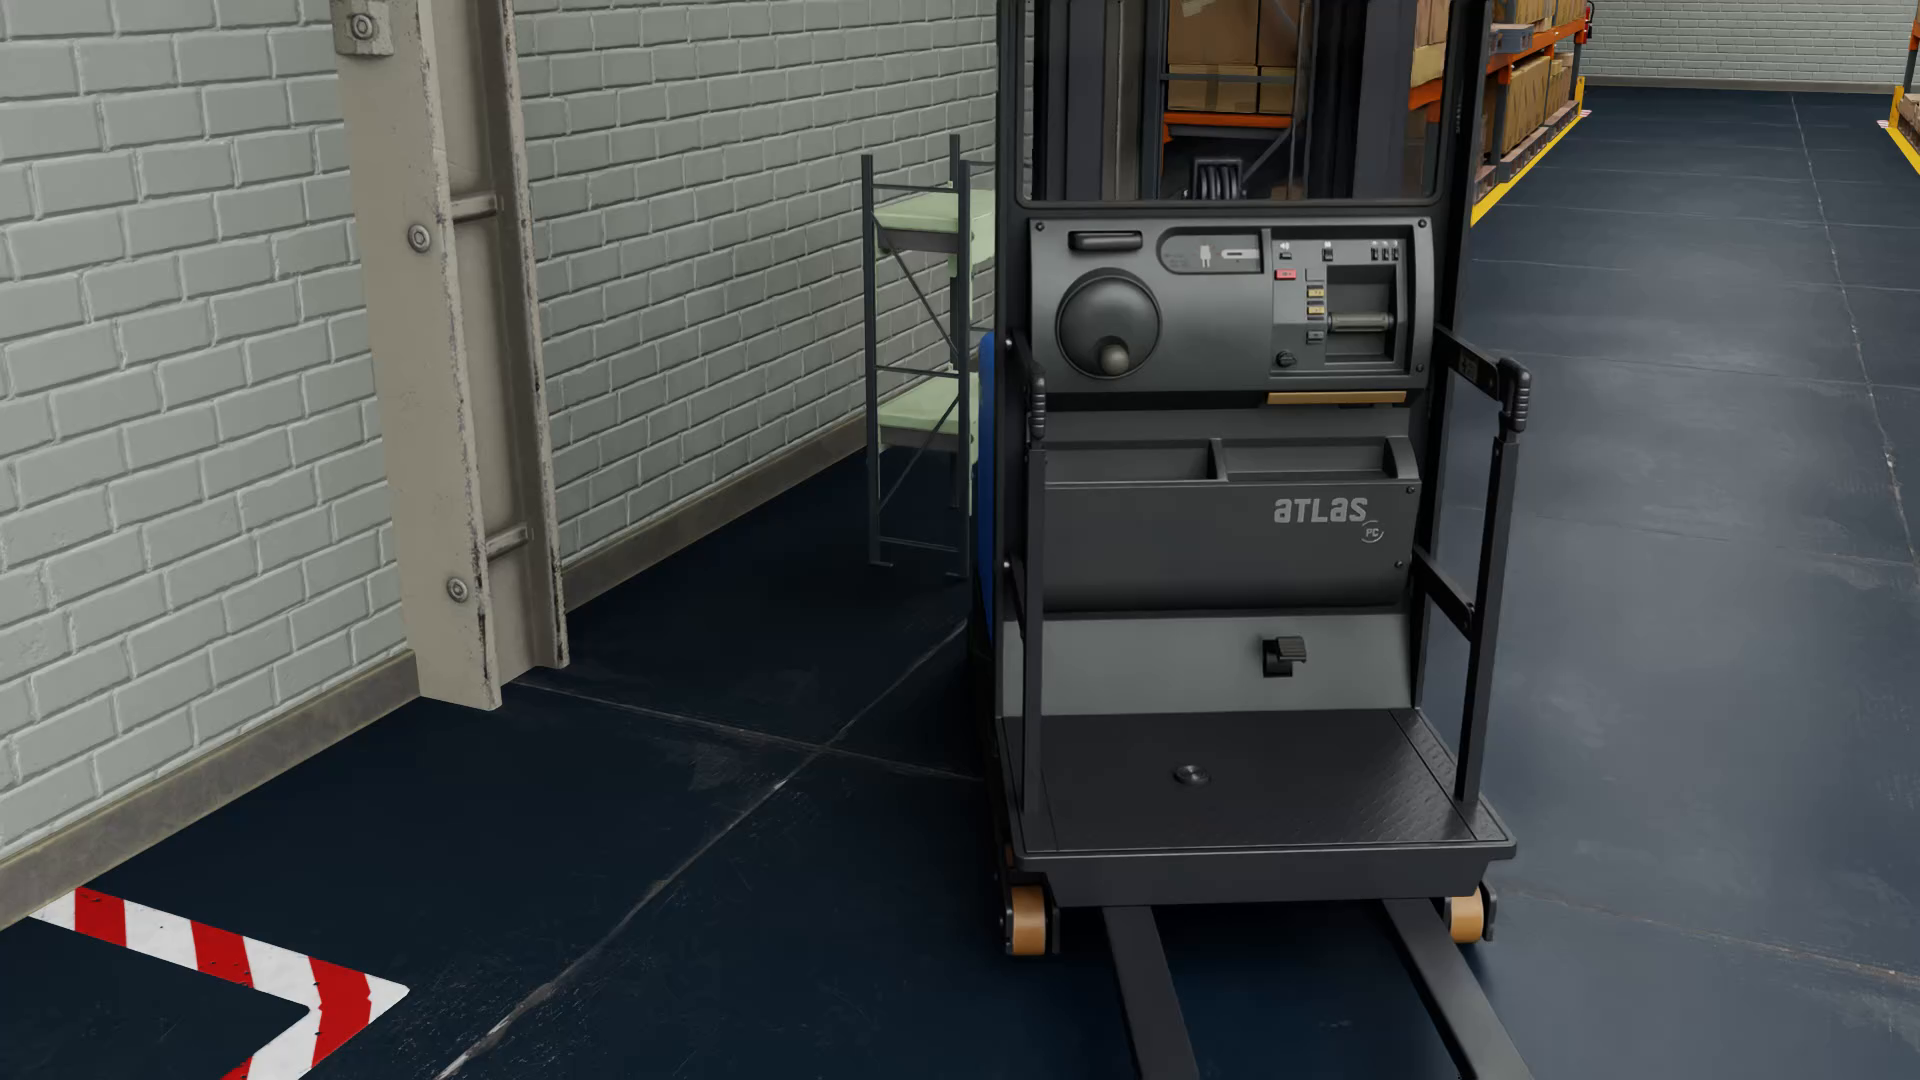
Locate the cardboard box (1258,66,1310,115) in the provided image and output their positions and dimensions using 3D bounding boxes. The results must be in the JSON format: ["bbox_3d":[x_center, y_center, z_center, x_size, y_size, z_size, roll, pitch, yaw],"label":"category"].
[{"bbox_3d":[1.975,-2.525,9.285,0.500,0.250,0.500,8,21,21],"label":"cardboard box"}]

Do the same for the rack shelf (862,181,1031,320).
[{"bbox_3d":[-0.003,-1.072,6.081,0.431,0.370,0.720,9,21,23],"label":"rack shelf"}]

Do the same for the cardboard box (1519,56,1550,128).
[{"bbox_3d":[6.252,-5.117,18.962,0.750,0.750,0.750,9,21,23],"label":"cardboard box"}]

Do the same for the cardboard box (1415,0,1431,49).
[{"bbox_3d":[2.797,-3.502,10.915,0.500,0.500,0.500,8,21,21],"label":"cardboard box"}]

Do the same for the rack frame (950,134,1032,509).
[{"bbox_3d":[0.147,-0.816,6.526,0.400,1.500,0.023,9,21,23],"label":"rack frame"}]

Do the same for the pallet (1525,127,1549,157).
[{"bbox_3d":[6.152,-4.589,19.056,1.003,0.211,1.213,9,21,23],"label":"pallet"}]

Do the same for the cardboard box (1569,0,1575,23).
[{"bbox_3d":[7.229,-6.900,20.946,0.980,0.700,0.700,7,21,20],"label":"cardboard box"}]

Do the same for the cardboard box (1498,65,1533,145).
[{"bbox_3d":[5.547,-4.585,17.465,0.750,0.750,0.750,8,21,22],"label":"cardboard box"}]

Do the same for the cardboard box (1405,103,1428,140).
[{"bbox_3d":[3.587,-3.448,13.643,0.500,0.250,0.500,8,21,22],"label":"cardboard box"}]

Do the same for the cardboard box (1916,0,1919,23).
[{"bbox_3d":[12.136,-6.640,20.515,0.500,0.500,0.500,9,21,24],"label":"cardboard box"}]

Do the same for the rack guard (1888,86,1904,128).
[{"bbox_3d":[12.527,-5.492,21.165,1.175,0.500,0.348,9,21,23],"label":"rack guard"}]

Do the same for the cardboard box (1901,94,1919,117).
[{"bbox_3d":[11.872,-5.324,20.411,0.500,0.250,0.500,9,21,23],"label":"cardboard box"}]

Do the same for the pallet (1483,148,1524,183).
[{"bbox_3d":[5.153,-3.843,16.959,1.003,0.211,1.213,9,21,23],"label":"pallet"}]

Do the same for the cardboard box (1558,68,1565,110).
[{"bbox_3d":[7.432,-5.857,21.565,0.700,0.500,0.500,8,21,21],"label":"cardboard box"}]

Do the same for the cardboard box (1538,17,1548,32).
[{"bbox_3d":[6.236,-5.655,18.239,0.380,0.149,0.250,9,21,23],"label":"cardboard box"}]

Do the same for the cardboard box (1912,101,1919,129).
[{"bbox_3d":[11.202,-4.853,18.994,0.500,0.311,0.500,9,21,23],"label":"cardboard box"}]

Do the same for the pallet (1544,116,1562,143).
[{"bbox_3d":[6.782,-5.056,20.372,1.003,0.211,1.213,9,21,23],"label":"pallet"}]

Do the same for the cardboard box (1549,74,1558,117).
[{"bbox_3d":[7.008,-5.536,20.664,0.700,0.500,0.500,8,21,22],"label":"cardboard box"}]

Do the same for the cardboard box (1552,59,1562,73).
[{"bbox_3d":[7.320,-5.928,20.797,0.380,0.149,0.250,8,21,21],"label":"cardboard box"}]

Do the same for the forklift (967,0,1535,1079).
[{"bbox_3d":[0.636,-0.541,3.615,1.130,2.935,3.031,-1,20,-3],"label":"forklift"}]

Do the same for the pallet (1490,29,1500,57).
[{"bbox_3d":[3.988,-4.225,14.158,1.003,0.211,1.213,9,21,23],"label":"pallet"}]

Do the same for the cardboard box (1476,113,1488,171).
[{"bbox_3d":[4.514,-3.728,15.549,0.700,0.500,0.500,9,21,23],"label":"cardboard box"}]

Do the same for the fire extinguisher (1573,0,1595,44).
[{"bbox_3d":[8.520,-7.142,22.747,0.296,0.674,0.183,9,21,23],"label":"fire extinguisher"}]

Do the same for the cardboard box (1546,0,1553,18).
[{"bbox_3d":[6.241,-6.012,18.275,0.500,0.500,0.500,9,21,23],"label":"cardboard box"}]

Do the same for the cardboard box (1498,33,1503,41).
[{"bbox_3d":[5.108,-4.886,16.075,0.380,0.149,0.250,8,21,22],"label":"cardboard box"}]

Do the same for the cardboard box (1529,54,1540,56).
[{"bbox_3d":[7.401,-6.304,21.853,0.380,0.149,0.250,9,21,23],"label":"cardboard box"}]

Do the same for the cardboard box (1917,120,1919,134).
[{"bbox_3d":[10.895,-4.713,18.318,0.500,0.500,0.500,9,21,23],"label":"cardboard box"}]

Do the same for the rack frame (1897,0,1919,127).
[{"bbox_3d":[12.558,-6.693,20.812,1.000,3.000,0.127,9,21,23],"label":"rack frame"}]

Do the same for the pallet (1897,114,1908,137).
[{"bbox_3d":[12.202,-5.112,20.528,1.003,0.211,1.213,9,21,23],"label":"pallet"}]

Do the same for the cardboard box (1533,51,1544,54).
[{"bbox_3d":[7.711,-6.535,22.504,0.380,0.149,0.250,9,21,23],"label":"cardboard box"}]

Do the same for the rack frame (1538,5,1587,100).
[{"bbox_3d":[8.038,-7.371,22.720,1.000,3.000,0.127,9,21,23],"label":"rack frame"}]

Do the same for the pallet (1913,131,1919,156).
[{"bbox_3d":[11.202,-4.366,18.430,1.003,0.211,1.213,9,21,23],"label":"pallet"}]

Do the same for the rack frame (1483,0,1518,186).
[{"bbox_3d":[4.762,-4.926,15.843,1.000,3.000,0.127,9,21,23],"label":"rack frame"}]

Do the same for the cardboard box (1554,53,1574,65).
[{"bbox_3d":[7.956,-6.405,22.138,0.380,0.149,0.250,8,21,22],"label":"cardboard box"}]

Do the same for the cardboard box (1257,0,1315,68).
[{"bbox_3d":[1.955,-2.877,9.157,0.500,0.500,0.500,9,21,23],"label":"cardboard box"}]

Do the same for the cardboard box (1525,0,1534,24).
[{"bbox_3d":[5.417,-5.395,16.538,0.500,0.500,0.500,9,22,24],"label":"cardboard box"}]

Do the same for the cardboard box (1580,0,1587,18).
[{"bbox_3d":[7.838,-7.355,22.227,0.980,0.700,0.700,10,22,25],"label":"cardboard box"}]

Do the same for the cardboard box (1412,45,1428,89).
[{"bbox_3d":[2.803,-3.148,11.039,0.500,0.250,0.500,8,21,22],"label":"cardboard box"}]

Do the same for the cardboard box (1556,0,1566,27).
[{"bbox_3d":[6.637,-6.454,19.691,0.980,0.700,0.700,9,21,24],"label":"cardboard box"}]

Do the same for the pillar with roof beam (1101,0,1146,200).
[{"bbox_3d":[4.911,-5.049,7.236,9.100,9.000,0.400,9,21,23],"label":"pillar with roof beam"}]

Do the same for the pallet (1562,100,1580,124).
[{"bbox_3d":[7.781,-5.802,22.469,1.003,0.211,1.213,9,21,23],"label":"pallet"}]

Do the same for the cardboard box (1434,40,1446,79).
[{"bbox_3d":[3.206,-3.455,11.902,0.500,0.250,0.500,9,21,23],"label":"cardboard box"}]

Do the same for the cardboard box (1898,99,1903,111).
[{"bbox_3d":[12.073,-5.476,20.988,0.380,0.149,0.250,9,21,23],"label":"cardboard box"}]

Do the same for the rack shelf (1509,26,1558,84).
[{"bbox_3d":[5.581,-5.198,17.683,1.077,0.370,4.000,9,21,23],"label":"rack shelf"}]

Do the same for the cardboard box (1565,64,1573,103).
[{"bbox_3d":[7.842,-6.164,22.428,0.700,0.500,0.500,9,21,23],"label":"cardboard box"}]

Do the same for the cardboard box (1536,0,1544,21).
[{"bbox_3d":[5.827,-5.706,17.415,0.500,0.500,0.500,9,22,24],"label":"cardboard box"}]

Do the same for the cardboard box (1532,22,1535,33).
[{"bbox_3d":[5.959,-5.515,17.845,0.380,0.149,0.250,8,21,21],"label":"cardboard box"}]

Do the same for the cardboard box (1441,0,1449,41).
[{"bbox_3d":[3.212,-3.808,11.775,0.500,0.500,0.500,8,21,23],"label":"cardboard box"}]

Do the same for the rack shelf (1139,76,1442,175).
[{"bbox_3d":[2.305,-2.753,10.806,1.077,0.370,4.000,9,21,23],"label":"rack shelf"}]

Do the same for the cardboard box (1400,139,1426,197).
[{"bbox_3d":[3.410,-2.960,13.389,0.700,0.500,0.500,9,22,25],"label":"cardboard box"}]

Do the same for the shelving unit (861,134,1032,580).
[{"bbox_3d":[-0.003,-0.705,6.212,0.431,1.500,0.755,9,21,23],"label":"shelving unit"}]
